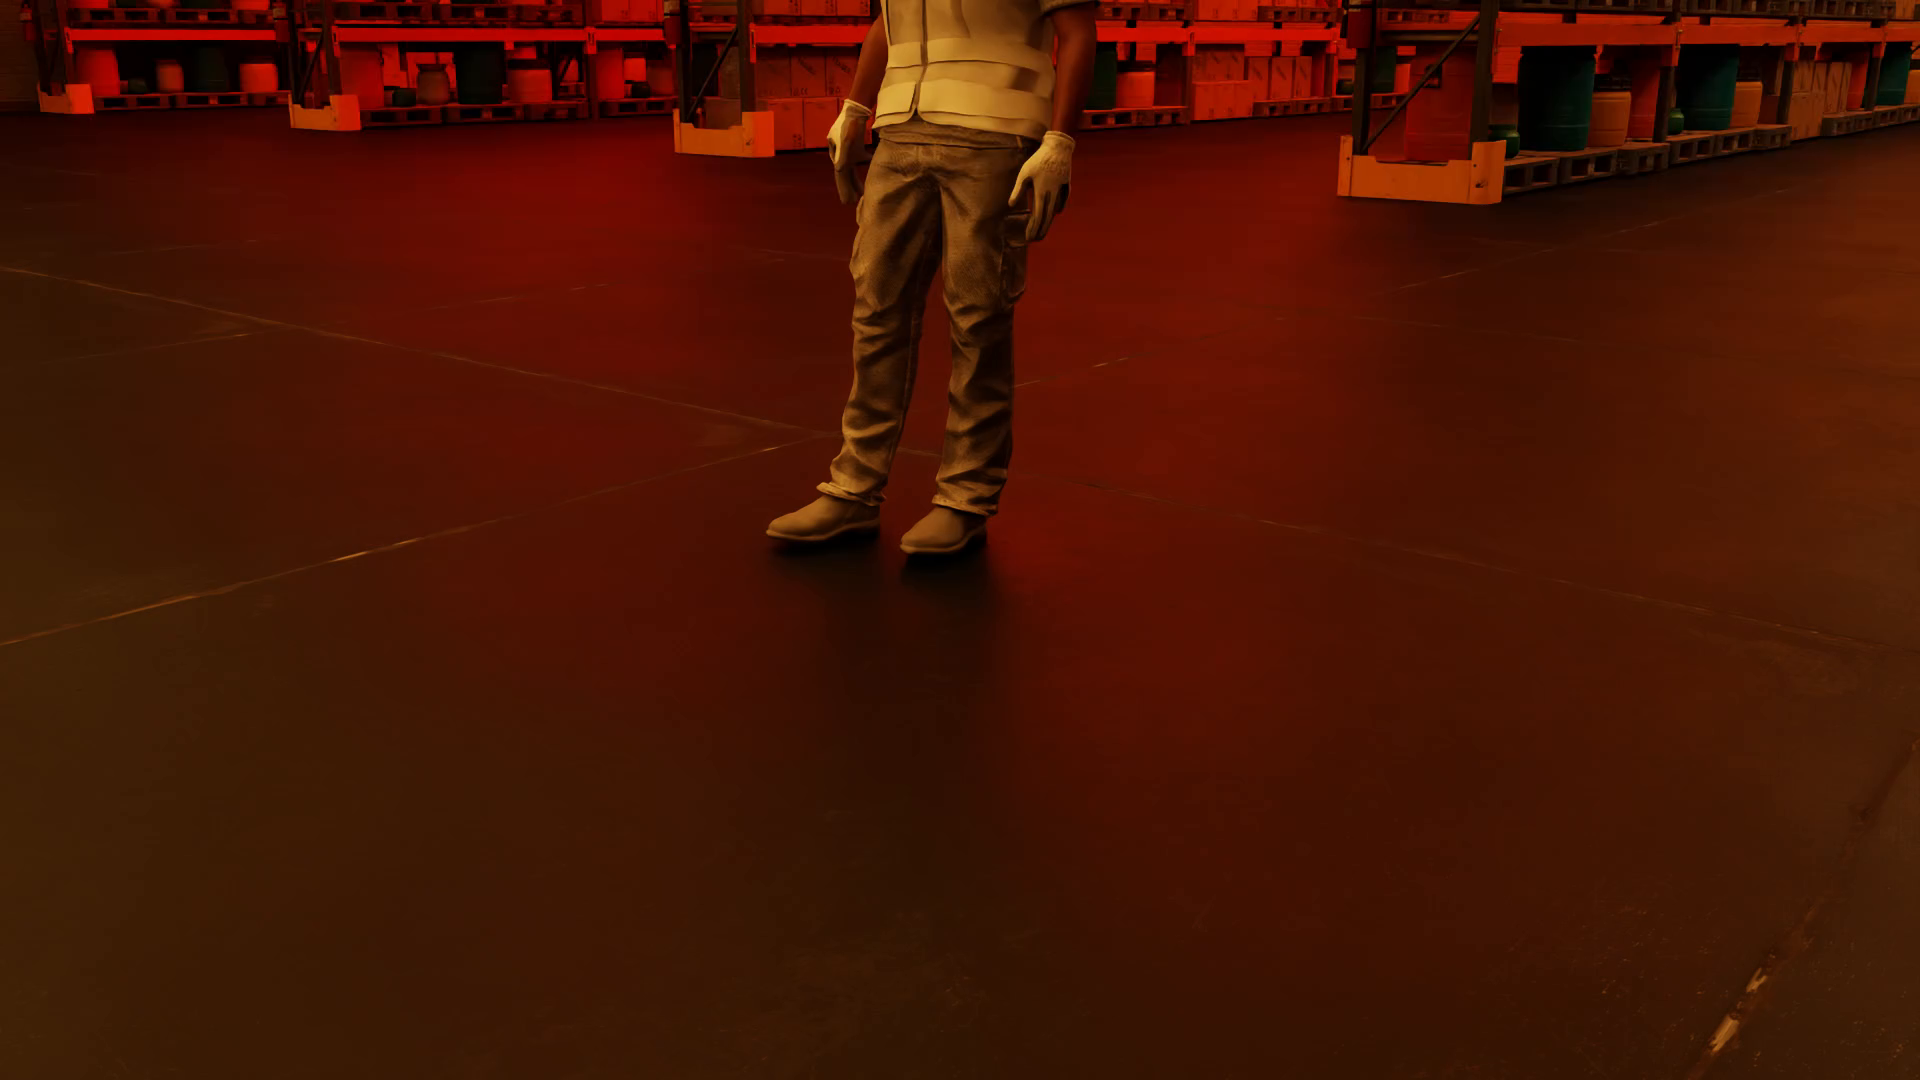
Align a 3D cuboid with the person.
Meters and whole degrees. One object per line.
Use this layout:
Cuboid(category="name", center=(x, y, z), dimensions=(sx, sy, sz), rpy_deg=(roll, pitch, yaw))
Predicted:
Cuboid(category="person", center=(-0.053, -0.846, 3.632), dimensions=(0.657, 1.785, 0.575), rpy_deg=(13, 21, 37))
